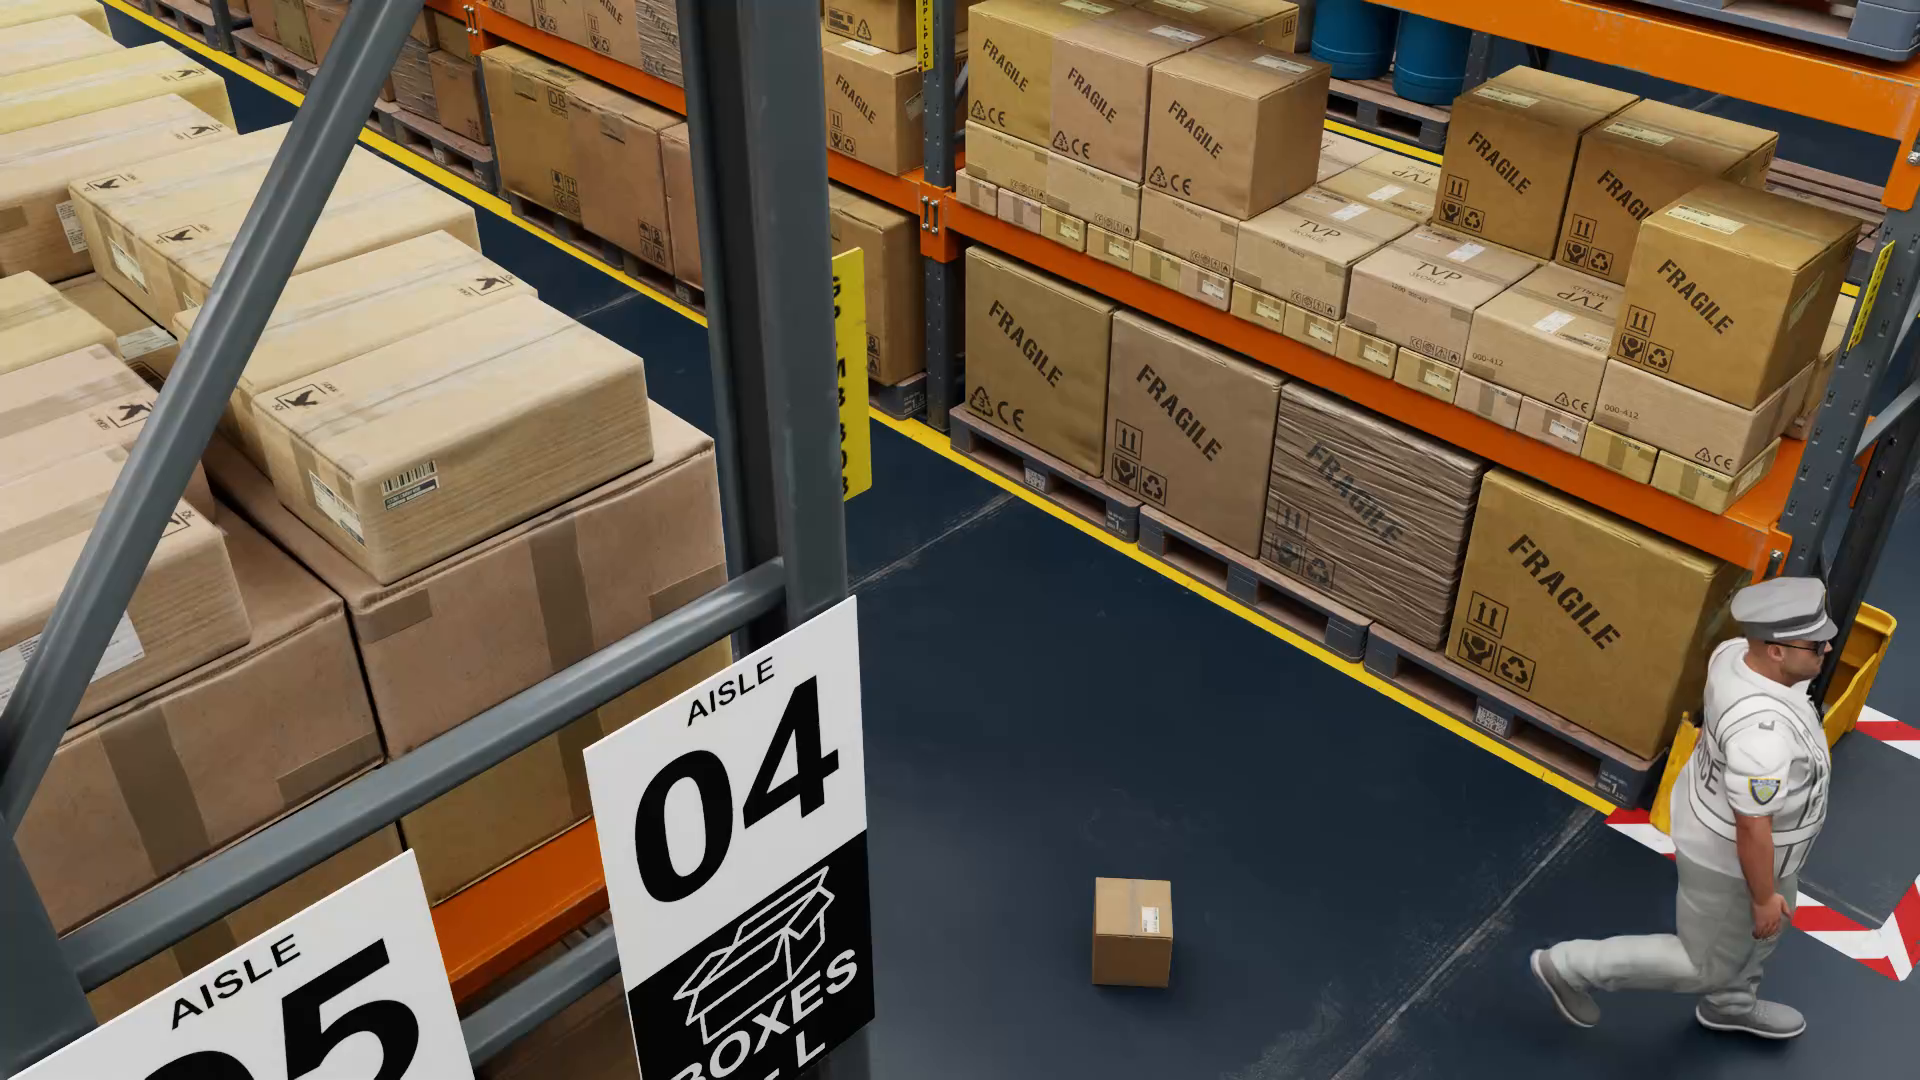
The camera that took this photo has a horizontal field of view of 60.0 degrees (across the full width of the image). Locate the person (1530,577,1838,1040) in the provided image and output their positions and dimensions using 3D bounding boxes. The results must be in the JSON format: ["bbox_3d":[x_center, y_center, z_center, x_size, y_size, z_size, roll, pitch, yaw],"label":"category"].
[{"bbox_3d":[2.264,0.851,4.899,0.883,1.736,0.554,11,37,15],"label":"person"}]
